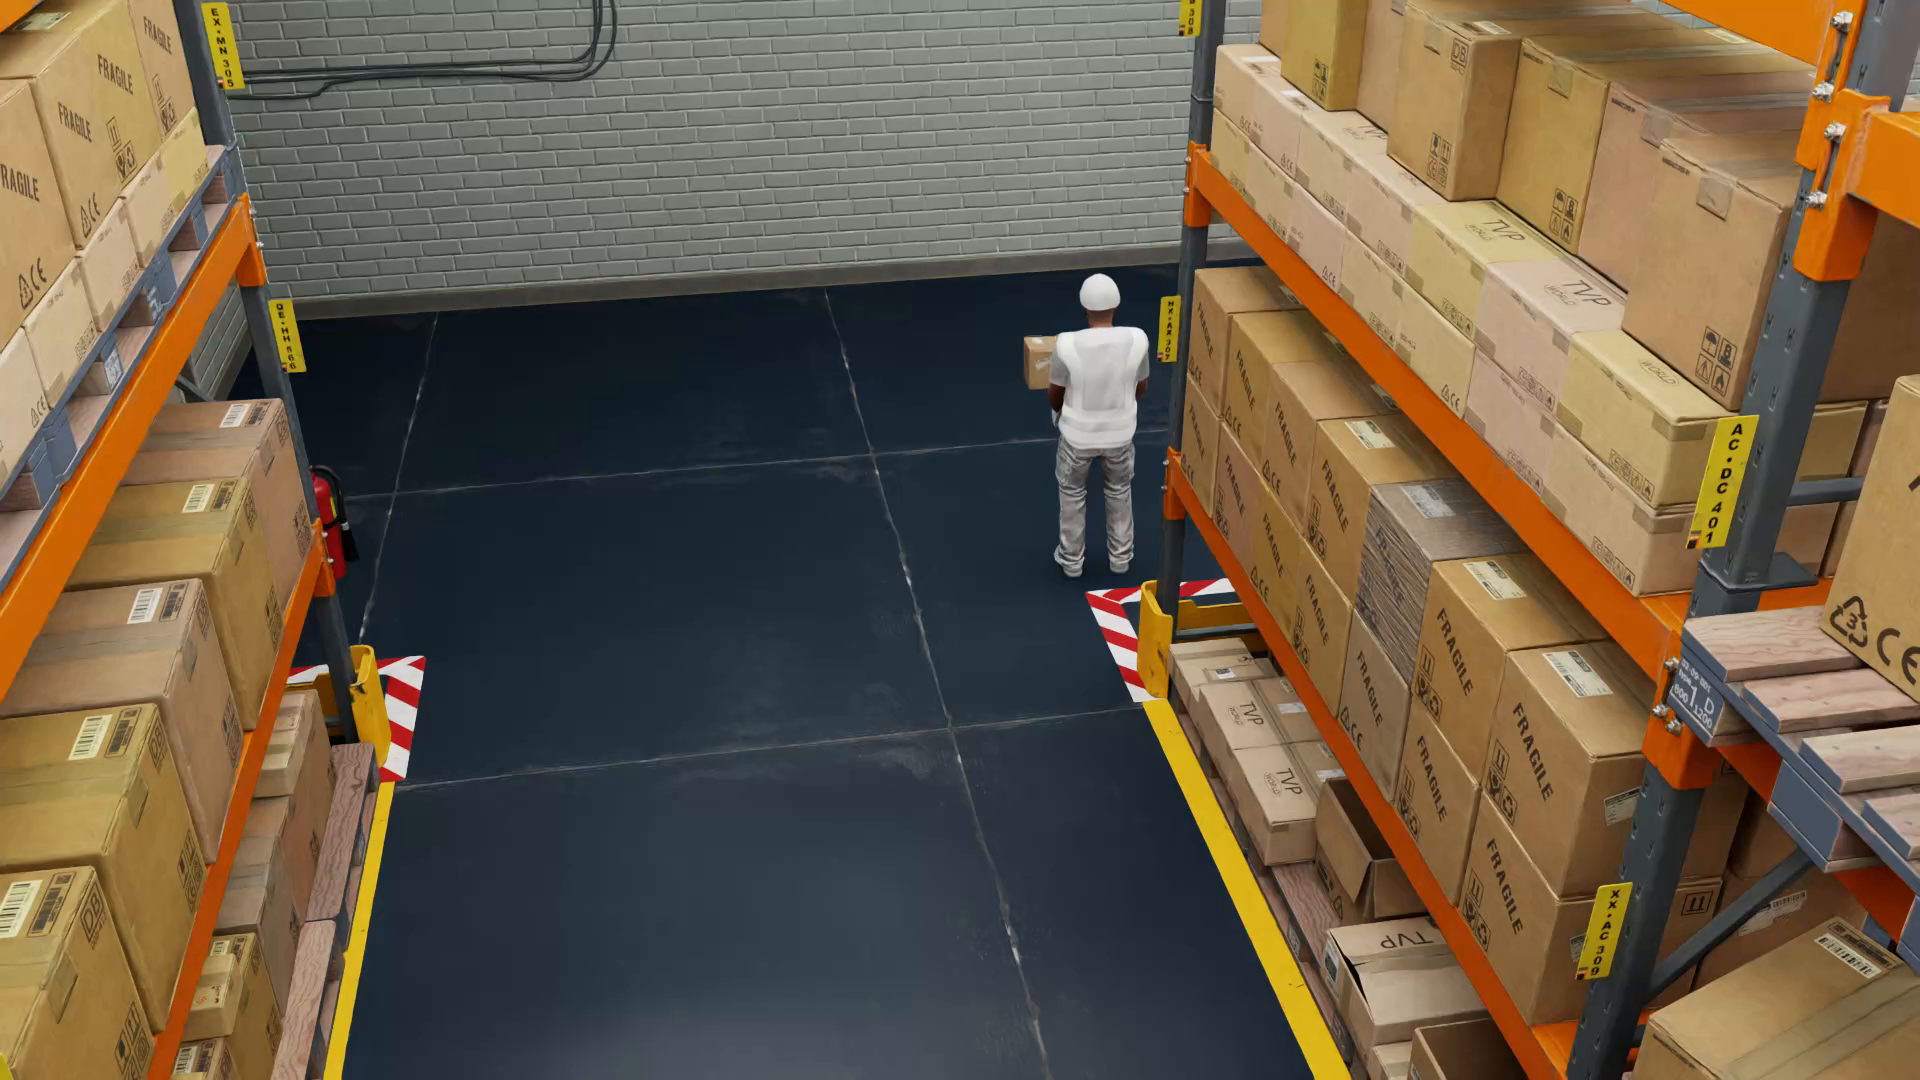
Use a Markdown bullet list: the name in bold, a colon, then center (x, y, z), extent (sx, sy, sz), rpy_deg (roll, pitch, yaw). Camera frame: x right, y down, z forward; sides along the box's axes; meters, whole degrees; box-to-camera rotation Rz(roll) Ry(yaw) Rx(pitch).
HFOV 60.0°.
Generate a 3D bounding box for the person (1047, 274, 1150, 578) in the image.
- **person**: center (0.744, -0.628, 9.185), extent (0.555, 1.787, 0.469), rpy_deg (-3, 31, -6)
